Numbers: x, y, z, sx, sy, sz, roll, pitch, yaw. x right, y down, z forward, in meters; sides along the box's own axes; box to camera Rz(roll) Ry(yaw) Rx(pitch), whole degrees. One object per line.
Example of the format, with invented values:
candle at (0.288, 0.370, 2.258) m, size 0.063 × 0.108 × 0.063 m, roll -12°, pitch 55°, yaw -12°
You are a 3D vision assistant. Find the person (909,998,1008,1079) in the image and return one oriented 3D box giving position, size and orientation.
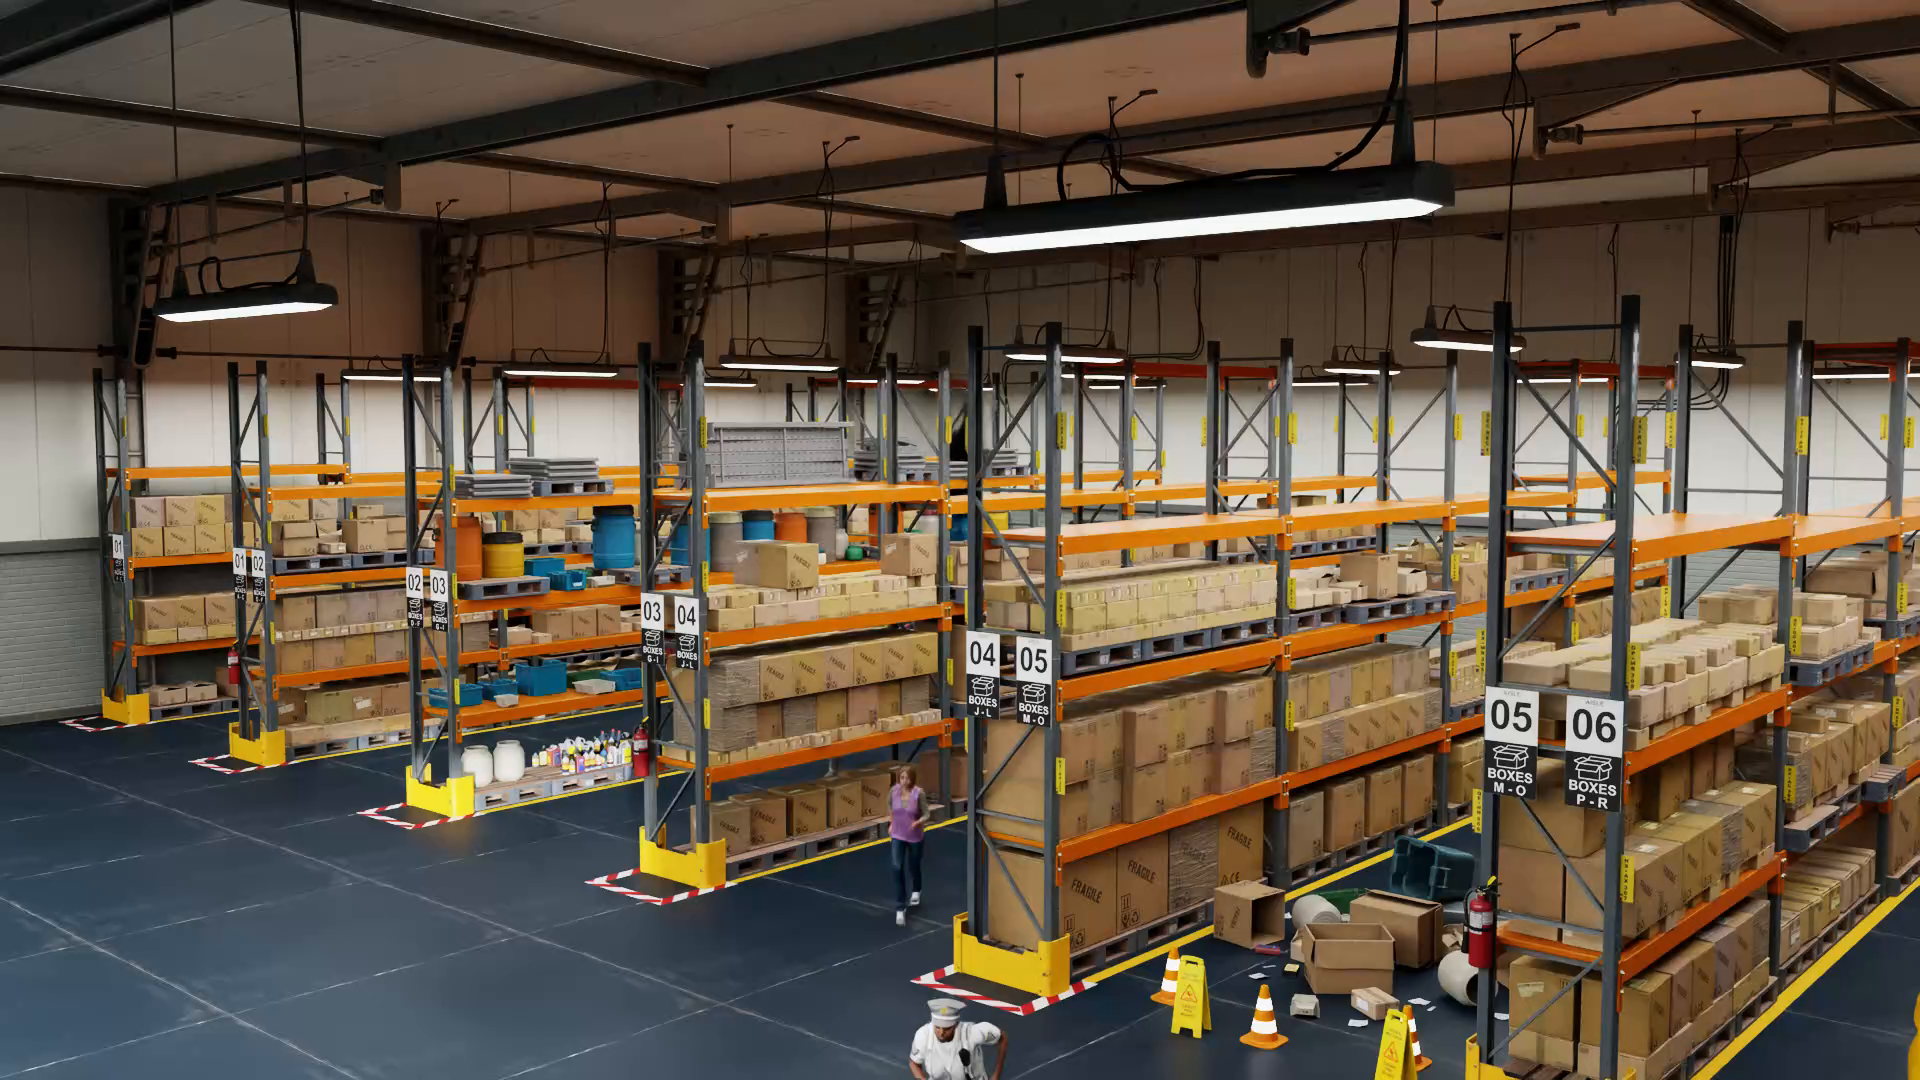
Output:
person at (0.011, 3.619, 10.678) m, size 0.618 × 1.624 × 0.984 m, roll 1°, pitch 4°, yaw 12°

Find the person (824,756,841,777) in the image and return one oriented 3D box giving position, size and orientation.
person at (-1.880, 2.587, 23.778) m, size 0.689 × 1.685 × 0.673 m, roll 2°, pitch 5°, yaw 26°

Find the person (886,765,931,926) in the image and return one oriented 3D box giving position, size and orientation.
person at (-0.536, 3.115, 17.197) m, size 0.476 × 1.633 × 0.835 m, roll 0°, pitch 4°, yaw 3°
